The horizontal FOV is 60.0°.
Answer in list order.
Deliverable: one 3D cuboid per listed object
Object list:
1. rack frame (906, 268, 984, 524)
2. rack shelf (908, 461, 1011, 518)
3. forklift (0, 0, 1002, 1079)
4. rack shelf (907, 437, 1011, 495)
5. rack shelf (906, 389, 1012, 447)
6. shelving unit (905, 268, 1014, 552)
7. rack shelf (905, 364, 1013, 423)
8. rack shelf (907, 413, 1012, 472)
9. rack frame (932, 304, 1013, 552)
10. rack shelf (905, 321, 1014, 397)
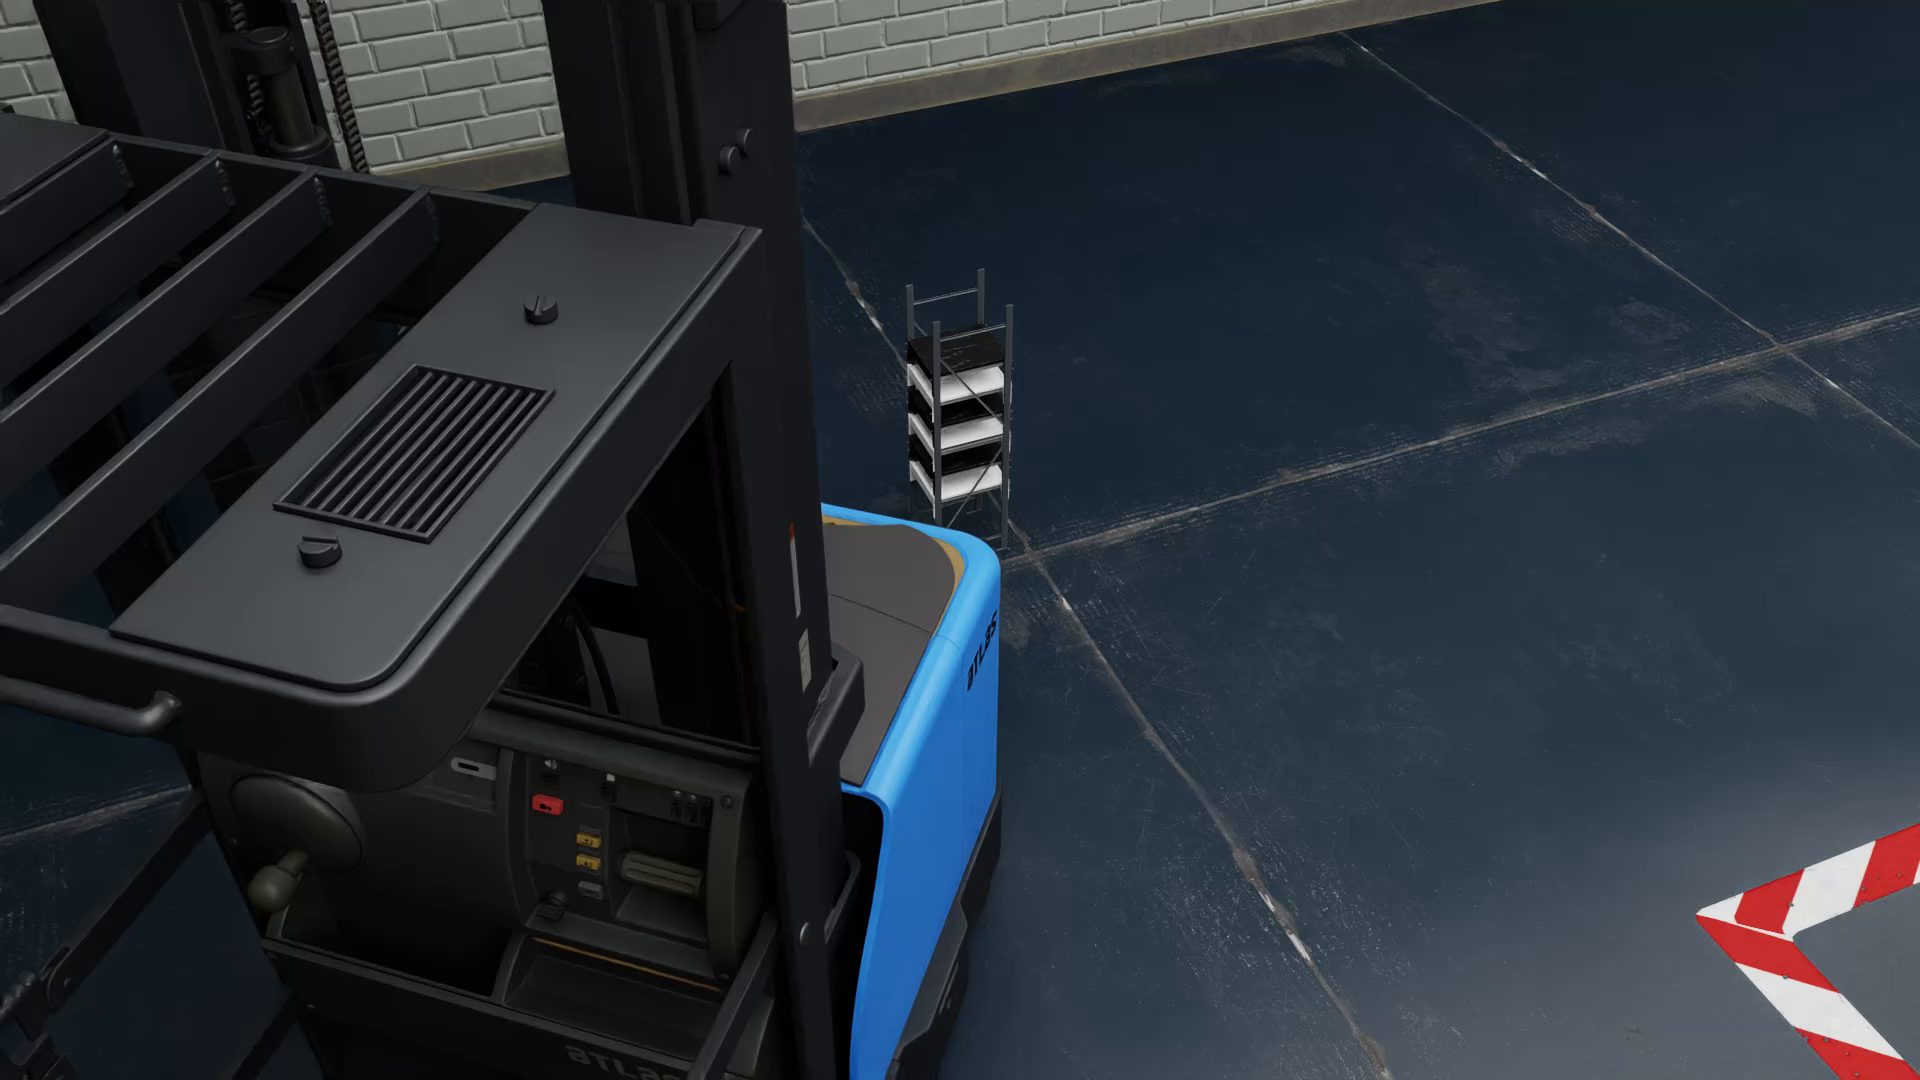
[{"bbox_3d":[-0.042,-0.407,5.034,0.240,0.900,0.006,-15,43,-17],"label":"rack frame"},{"bbox_3d":[-0.003,-0.184,5.101,0.258,0.077,0.200,-15,43,-17],"label":"rack shelf"},{"bbox_3d":[-0.825,0.520,2.398,1.130,2.935,3.031,12,42,13],"label":"forklift"},{"bbox_3d":[-0.003,-0.253,5.043,0.258,0.077,0.200,-15,43,-17],"label":"rack shelf"},{"bbox_3d":[-0.003,-0.389,4.925,0.258,0.077,0.200,-15,43,-17],"label":"rack shelf"},{"bbox_3d":[-0.003,-0.346,4.962,0.258,0.900,0.210,-15,43,-17],"label":"shelving unit"},{"bbox_3d":[-0.003,-0.457,4.867,0.258,0.077,0.200,-15,43,-17],"label":"rack shelf"},{"bbox_3d":[-0.003,-0.321,4.984,0.258,0.077,0.200,-15,43,-17],"label":"rack shelf"},{"bbox_3d":[0.036,-0.285,4.891,0.240,0.900,0.006,-15,43,-17],"label":"rack frame"},{"bbox_3d":[-0.003,-0.526,4.808,0.258,0.077,0.200,-15,43,-17],"label":"rack shelf"}]
